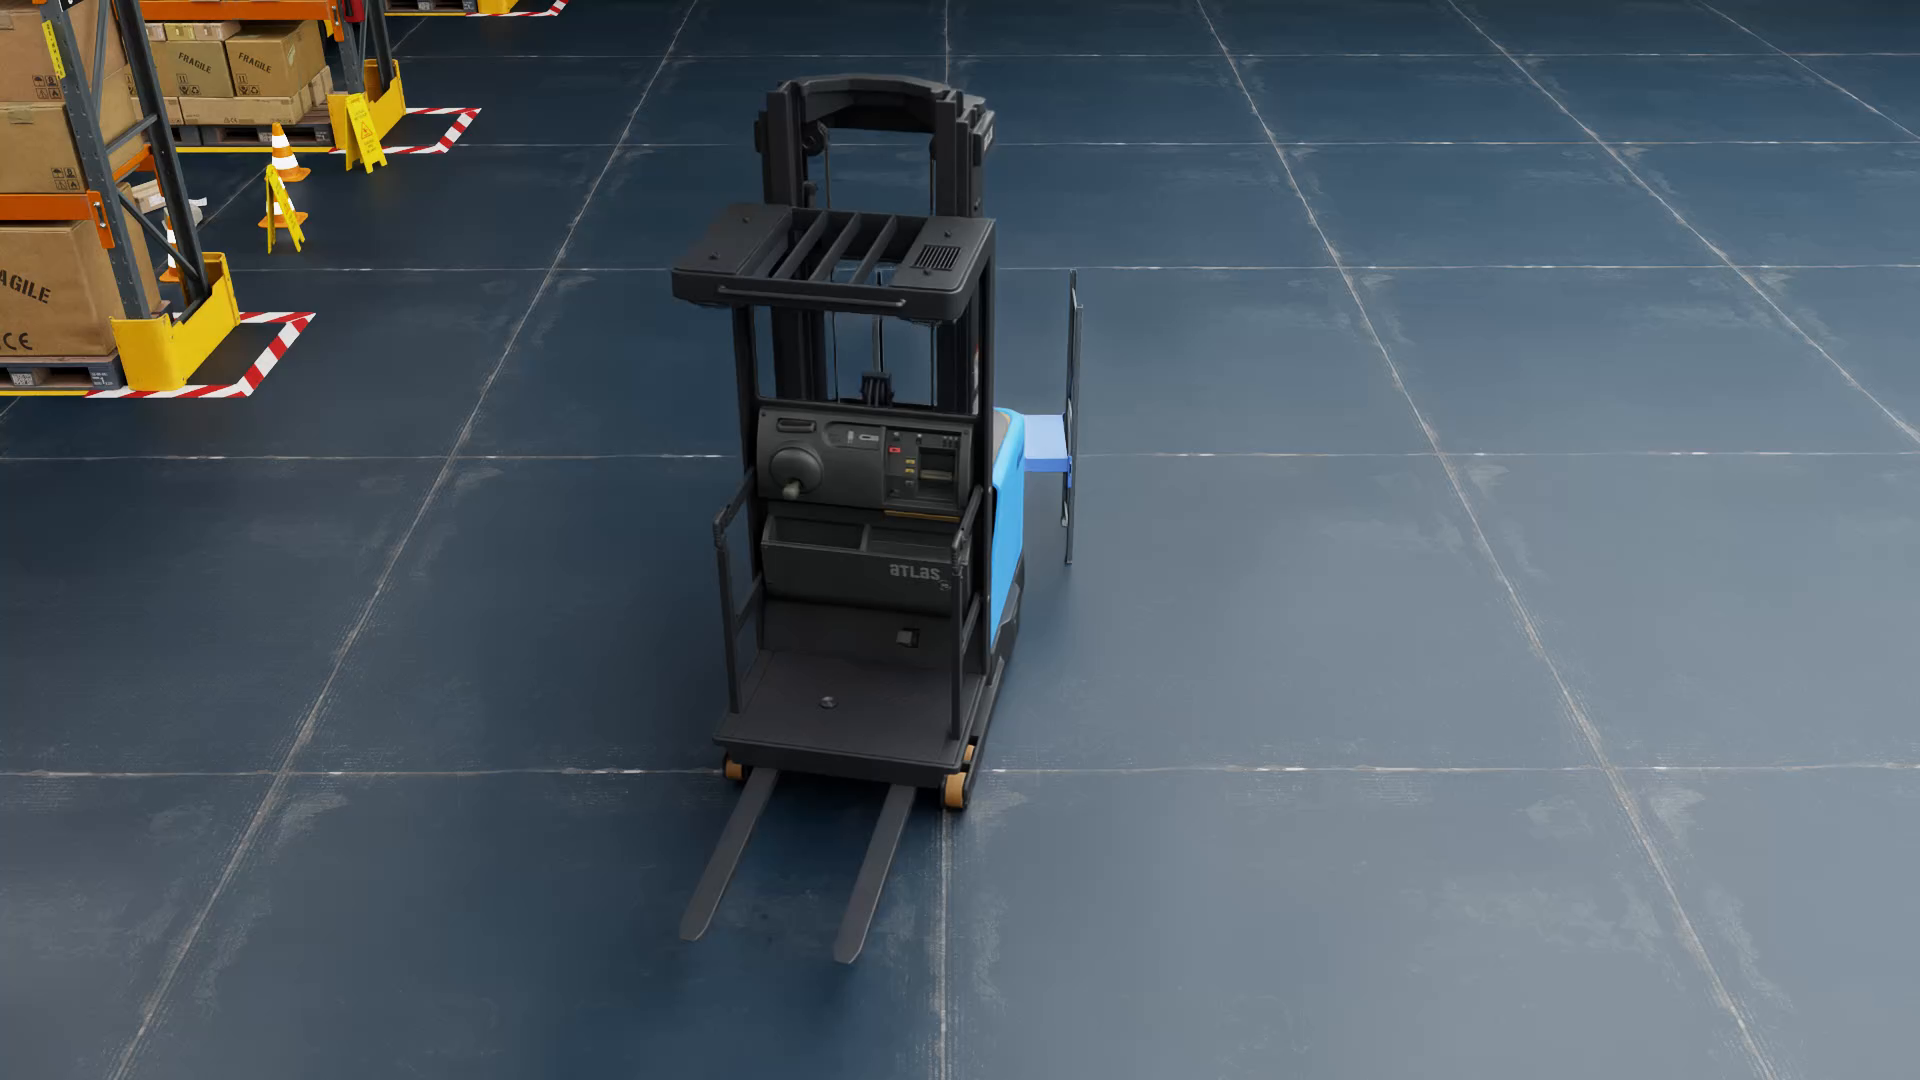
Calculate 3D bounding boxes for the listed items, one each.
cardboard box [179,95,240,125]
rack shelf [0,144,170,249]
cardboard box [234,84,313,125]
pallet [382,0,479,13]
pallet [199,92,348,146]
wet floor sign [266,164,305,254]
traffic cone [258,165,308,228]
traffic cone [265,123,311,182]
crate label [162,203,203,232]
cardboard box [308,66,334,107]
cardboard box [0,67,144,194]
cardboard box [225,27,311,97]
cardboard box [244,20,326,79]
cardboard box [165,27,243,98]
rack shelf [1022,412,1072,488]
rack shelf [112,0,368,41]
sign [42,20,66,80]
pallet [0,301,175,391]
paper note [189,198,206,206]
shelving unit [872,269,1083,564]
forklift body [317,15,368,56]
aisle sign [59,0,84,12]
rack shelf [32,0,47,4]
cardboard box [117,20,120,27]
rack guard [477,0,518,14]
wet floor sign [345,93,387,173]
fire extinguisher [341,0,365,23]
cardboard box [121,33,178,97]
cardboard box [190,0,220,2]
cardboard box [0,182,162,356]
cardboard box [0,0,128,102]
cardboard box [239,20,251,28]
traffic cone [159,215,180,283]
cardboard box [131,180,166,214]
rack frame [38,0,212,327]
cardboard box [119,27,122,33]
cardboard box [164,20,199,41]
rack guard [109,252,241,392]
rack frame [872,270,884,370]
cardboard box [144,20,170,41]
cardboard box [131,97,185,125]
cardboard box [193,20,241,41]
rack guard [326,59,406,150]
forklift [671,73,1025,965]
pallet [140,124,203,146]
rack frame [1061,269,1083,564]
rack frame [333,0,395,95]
[{"bbox_3d":[-6.753,-3.987,15.176,0.500,0.250,0.500,0,31,0],"label":"cardboard box"},{"bbox_3d":[-7.298,-2.242,10.747,4.000,0.370,1.077,0,31,0],"label":"rack shelf"},{"bbox_3d":[-6.259,-3.985,15.172,0.500,0.250,0.500,0,31,-1],"label":"cardboard box"},{"bbox_3d":[-6.227,-6.482,19.729,1.213,0.211,1.003,0,31,0],"label":"pallet"},{"bbox_3d":[-6.317,-3.946,15.551,1.213,0.211,1.003,0,31,0],"label":"pallet"},{"bbox_3d":[-5.281,-2.576,12.874,0.232,0.644,0.267,-5,32,-9],"label":"wet floor sign"},{"bbox_3d":[-5.504,-2.793,13.408,0.334,0.463,0.336,0,31,0],"label":"traffic cone"},{"bbox_3d":[-5.851,-3.368,14.355,0.334,0.463,0.336,0,31,0],"label":"traffic cone"},{"bbox_3d":[-6.290,-2.619,13.435,0.298,0.136,0.250,-17,35,-26],"label":"crate label"},{"bbox_3d":[-6.237,-4.268,15.639,0.500,0.250,0.500,0,31,-1],"label":"cardboard box"},{"bbox_3d":[-5.668,-2.595,10.491,0.550,0.550,0.875,0,31,0],"label":"cardboard box"},{"bbox_3d":[-6.228,-4.310,14.985,0.500,0.500,0.500,0,31,0],"label":"cardboard box"},{"bbox_3d":[-6.261,-4.588,15.443,0.500,0.500,0.500,-1,31,-2],"label":"cardboard box"},{"bbox_3d":[-6.750,-4.307,14.979,0.500,0.500,0.500,1,31,2],"label":"cardboard box"},{"bbox_3d":[0.085,-0.488,8.955,1.000,0.185,0.538,0,31,0],"label":"rack shelf"},{"bbox_3d":[-7.428,-4.809,14.978,4.000,0.370,1.077,0,31,0],"label":"rack shelf"},{"bbox_3d":[-5.308,-2.871,9.745,0.005,0.325,0.100,0,31,0],"label":"sign"},{"bbox_3d":[-6.097,-1.320,11.223,1.213,0.211,1.003,0,31,0],"label":"pallet"},{"bbox_3d":[-6.362,-2.818,13.866,0.142,0.019,0.148,-11,33,-17],"label":"paper note"},{"bbox_3d":[0.085,-0.641,8.861,1.048,1.500,0.538,0,31,0],"label":"shelving unit"},{"bbox_3d":[-7.347,-6.383,17.696,1.214,2.155,2.313,0,31,0],"label":"forklift body"},{"bbox_3d":[-5.225,-3.512,9.640,0.004,0.787,0.394,0,31,0],"label":"aisle sign"},{"bbox_3d":[-7.298,-3.524,9.969,4.000,0.370,1.077,0,31,0],"label":"rack shelf"},{"bbox_3d":[-7.820,-4.581,15.431,0.500,0.500,0.500,1,31,2],"label":"cardboard box"},{"bbox_3d":[-5.438,-6.629,19.694,0.348,0.500,1.175,0,31,0],"label":"rack guard"},{"bbox_3d":[-5.232,-3.562,14.499,0.232,0.644,0.267,10,33,17],"label":"wet floor sign"},{"bbox_3d":[-5.311,-4.851,14.429,0.183,0.674,0.296,0,31,0],"label":"fire extinguisher"},{"bbox_3d":[-7.255,-4.309,14.983,0.500,0.500,0.500,-1,31,-1],"label":"cardboard box"},{"bbox_3d":[-6.568,-4.839,14.576,0.250,0.149,0.380,0,31,1],"label":"cardboard box"},{"bbox_3d":[-5.975,-1.791,10.953,0.875,0.875,0.875,0,31,0],"label":"cardboard box"},{"bbox_3d":[-5.669,-3.100,10.283,0.550,0.550,0.875,0,31,0],"label":"cardboard box"},{"bbox_3d":[-6.783,-4.584,15.437,0.500,0.500,0.500,-1,31,-2],"label":"cardboard box"},{"bbox_3d":[-5.837,-2.206,12.440,0.334,0.463,0.336,0,31,0],"label":"traffic cone"},{"bbox_3d":[-6.726,-2.852,13.808,0.250,0.149,0.380,16,35,25],"label":"cardboard box"},{"bbox_3d":[-5.298,-2.556,10.571,0.127,3.000,1.000,0,31,0],"label":"rack frame"},{"bbox_3d":[-7.783,-4.305,14.977,0.500,0.500,0.500,1,31,2],"label":"cardboard box"},{"bbox_3d":[-6.846,-4.552,14.759,0.250,0.149,0.380,0,31,1],"label":"cardboard box"},{"bbox_3d":[-5.274,-1.487,11.219,0.348,0.500,1.175,0,31,0],"label":"rack guard"},{"bbox_3d":[-0.423,-0.640,8.859,0.032,1.500,0.500,0,31,0],"label":"rack frame"},{"bbox_3d":[-7.110,-4.552,14.759,0.250,0.149,0.380,1,31,2],"label":"cardboard box"},{"bbox_3d":[-7.277,-3.983,15.169,0.500,0.250,0.500,-1,31,-2],"label":"cardboard box"},{"bbox_3d":[-6.595,-4.551,14.757,0.250,0.149,0.380,1,31,1],"label":"cardboard box"},{"bbox_3d":[-5.505,-4.054,15.450,0.348,0.500,1.175,0,31,0],"label":"rack guard"},{"bbox_3d":[-0.449,-0.283,6.891,1.130,2.935,3.031,6,32,9],"label":"forklift"},{"bbox_3d":[-7.534,-3.944,15.547,1.213,0.211,1.003,0,31,0],"label":"pallet"},{"bbox_3d":[0.594,-0.643,8.864,0.032,1.500,0.500,0,31,0],"label":"rack frame"},{"bbox_3d":[-5.429,-5.123,14.802,0.127,3.000,1.000,0,31,0],"label":"rack frame"}]
